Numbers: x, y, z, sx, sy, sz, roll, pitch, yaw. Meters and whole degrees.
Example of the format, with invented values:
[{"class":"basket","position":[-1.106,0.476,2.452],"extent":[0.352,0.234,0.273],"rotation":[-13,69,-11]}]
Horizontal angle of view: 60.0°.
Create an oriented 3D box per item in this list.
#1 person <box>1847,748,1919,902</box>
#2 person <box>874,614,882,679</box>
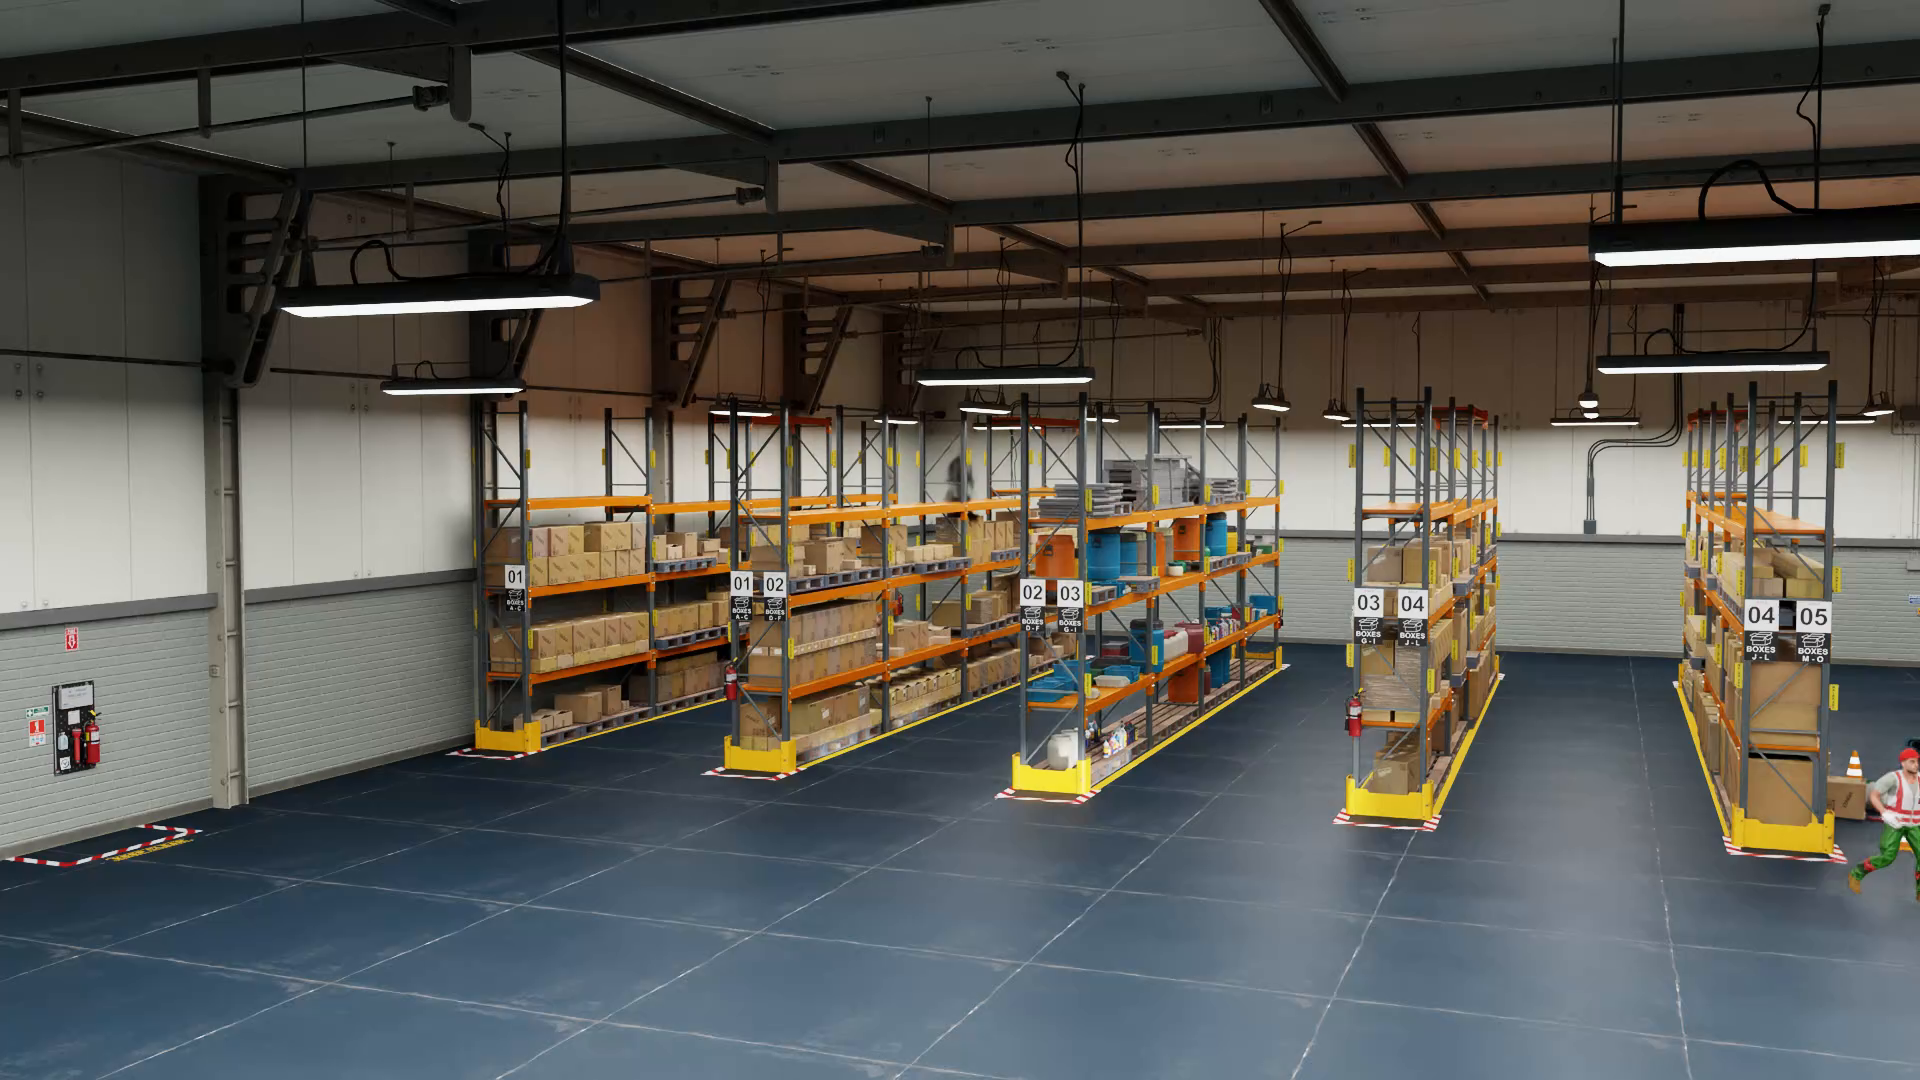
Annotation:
[{"class":"person","position":[10.603,3.229,18.779],"extent":[0.885,1.776,0.732],"rotation":[0,3,-9]},{"class":"person","position":[-1.756,2.432,36.222],"extent":[0.574,1.639,0.583],"rotation":[1,3,20]}]
